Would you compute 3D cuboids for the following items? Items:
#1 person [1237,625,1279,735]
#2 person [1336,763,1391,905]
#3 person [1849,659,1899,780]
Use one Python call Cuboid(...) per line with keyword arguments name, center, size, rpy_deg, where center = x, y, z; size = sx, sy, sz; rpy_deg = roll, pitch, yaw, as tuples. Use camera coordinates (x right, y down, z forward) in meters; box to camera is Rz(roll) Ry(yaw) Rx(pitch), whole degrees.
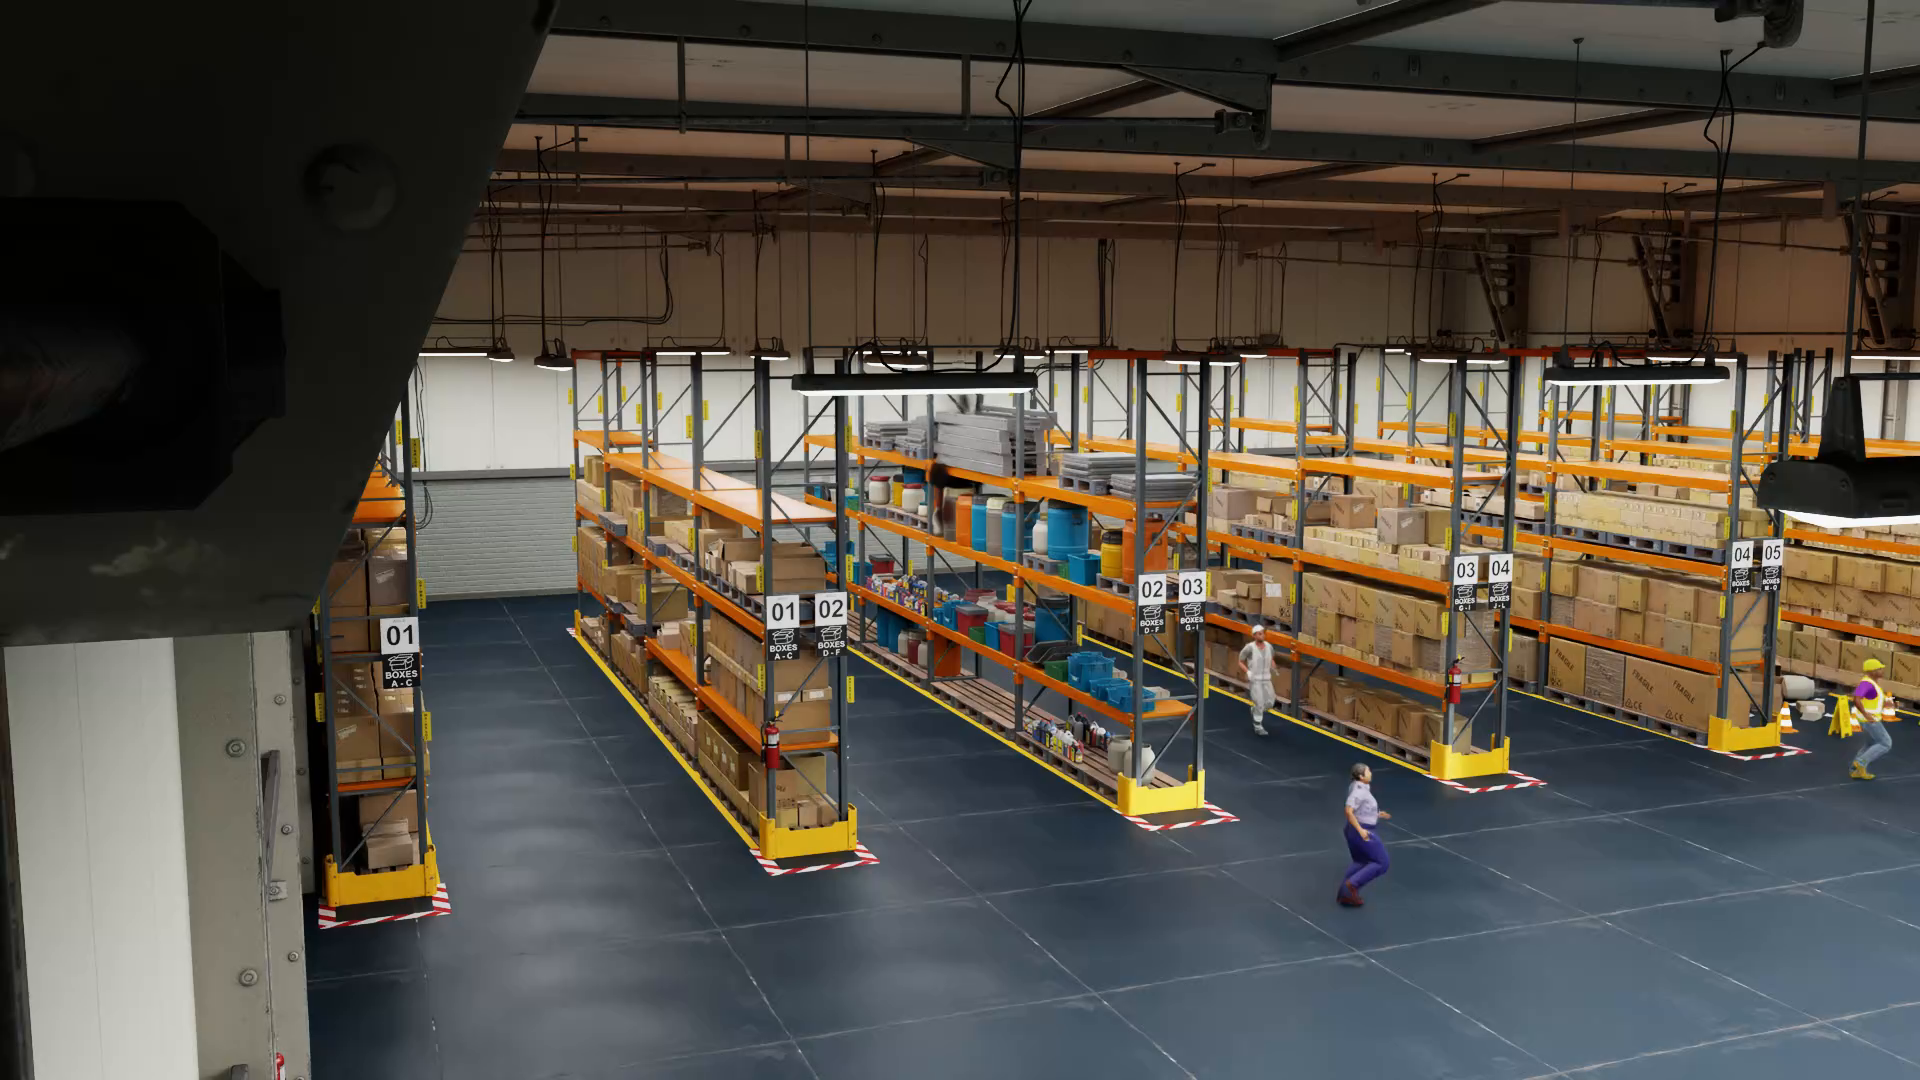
Cuboid(name="person", center=(4.696, 2.196, 26.199), size=(0.643, 1.741, 0.586), rpy_deg=(-3, 8, -21))
Cuboid(name="person", center=(4.477, 3.344, 18.381), size=(0.574, 1.423, 0.580), rpy_deg=(0, 7, 2))
Cuboid(name="person", center=(12.956, 2.548, 23.553), size=(0.596, 1.732, 0.704), rpy_deg=(3, 8, 26))
